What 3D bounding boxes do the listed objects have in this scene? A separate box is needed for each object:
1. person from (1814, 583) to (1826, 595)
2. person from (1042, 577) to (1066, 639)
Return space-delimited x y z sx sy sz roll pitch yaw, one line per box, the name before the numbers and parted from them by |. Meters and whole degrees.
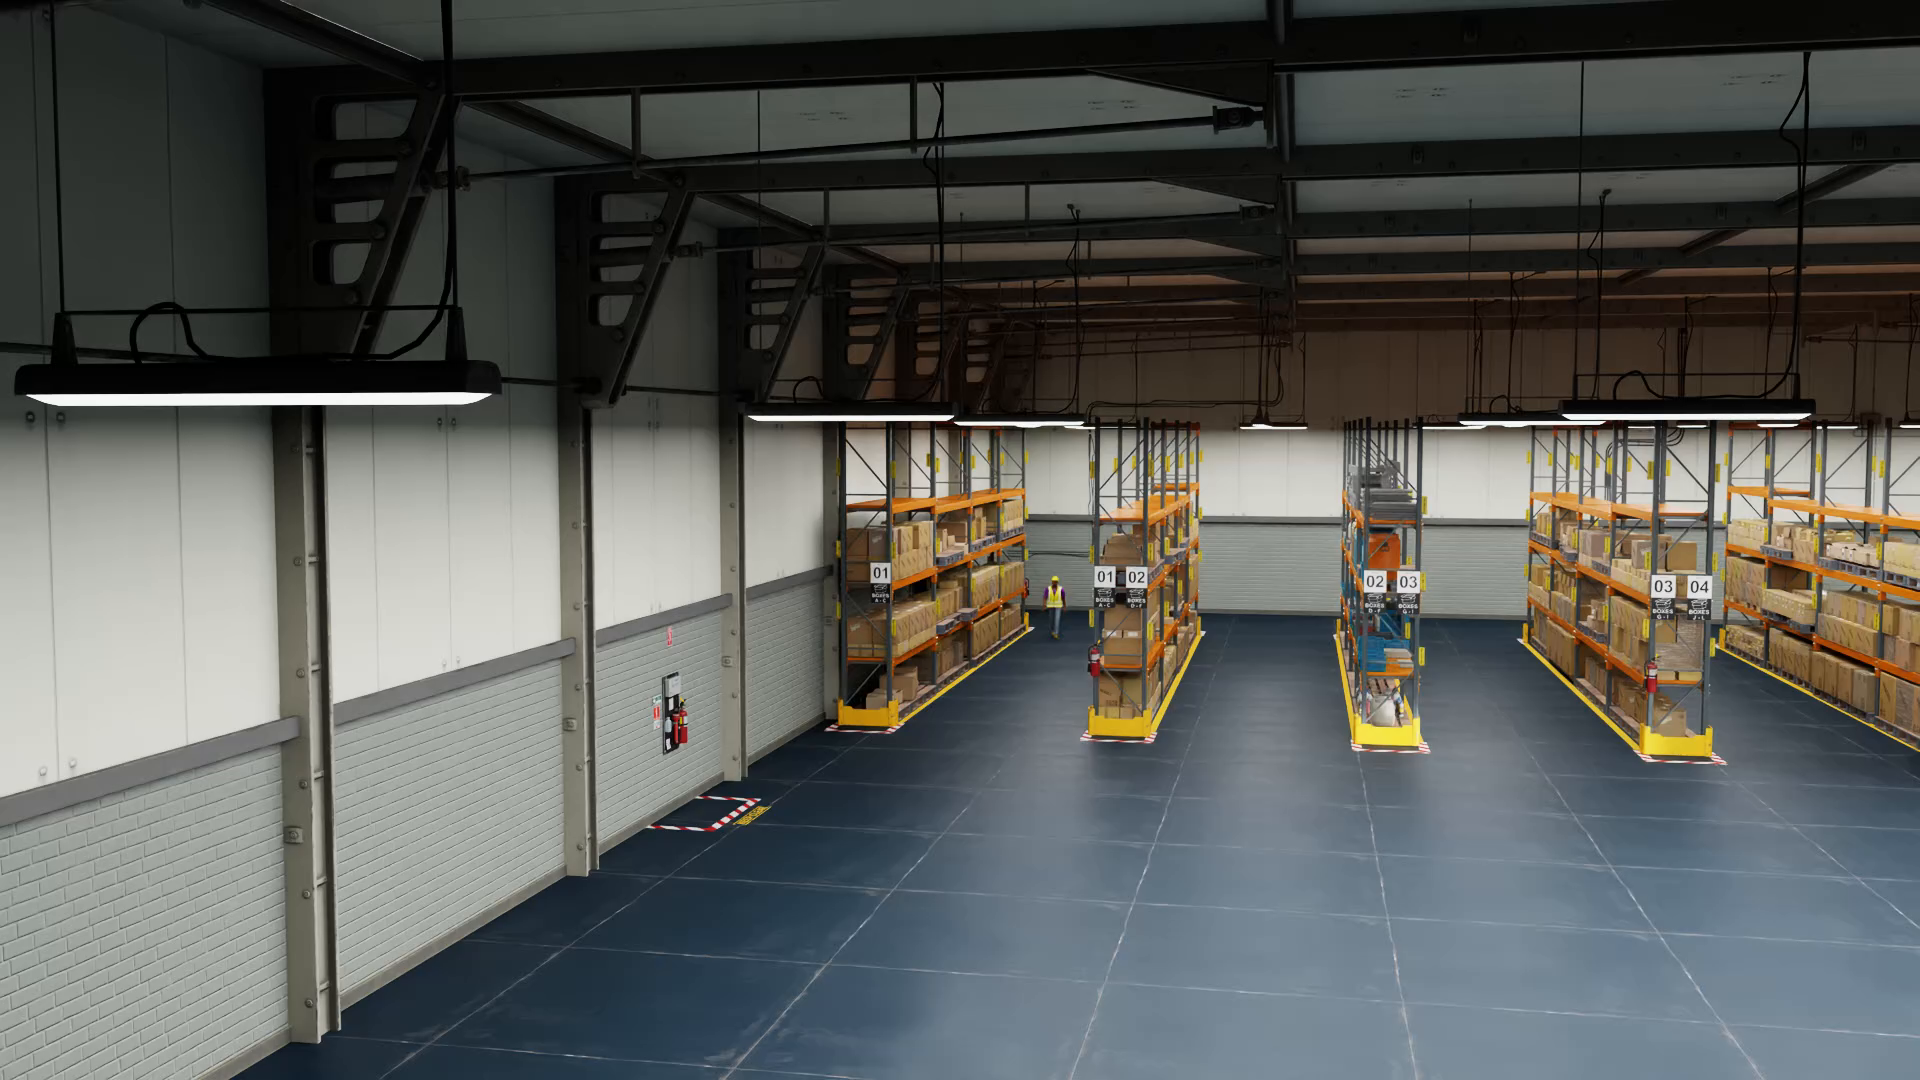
person | 23.216 1.934 44.945 0.986 1.724 0.542 0 4 5
person | 2.615 1.869 46.134 0.640 1.714 1.093 1 4 8
